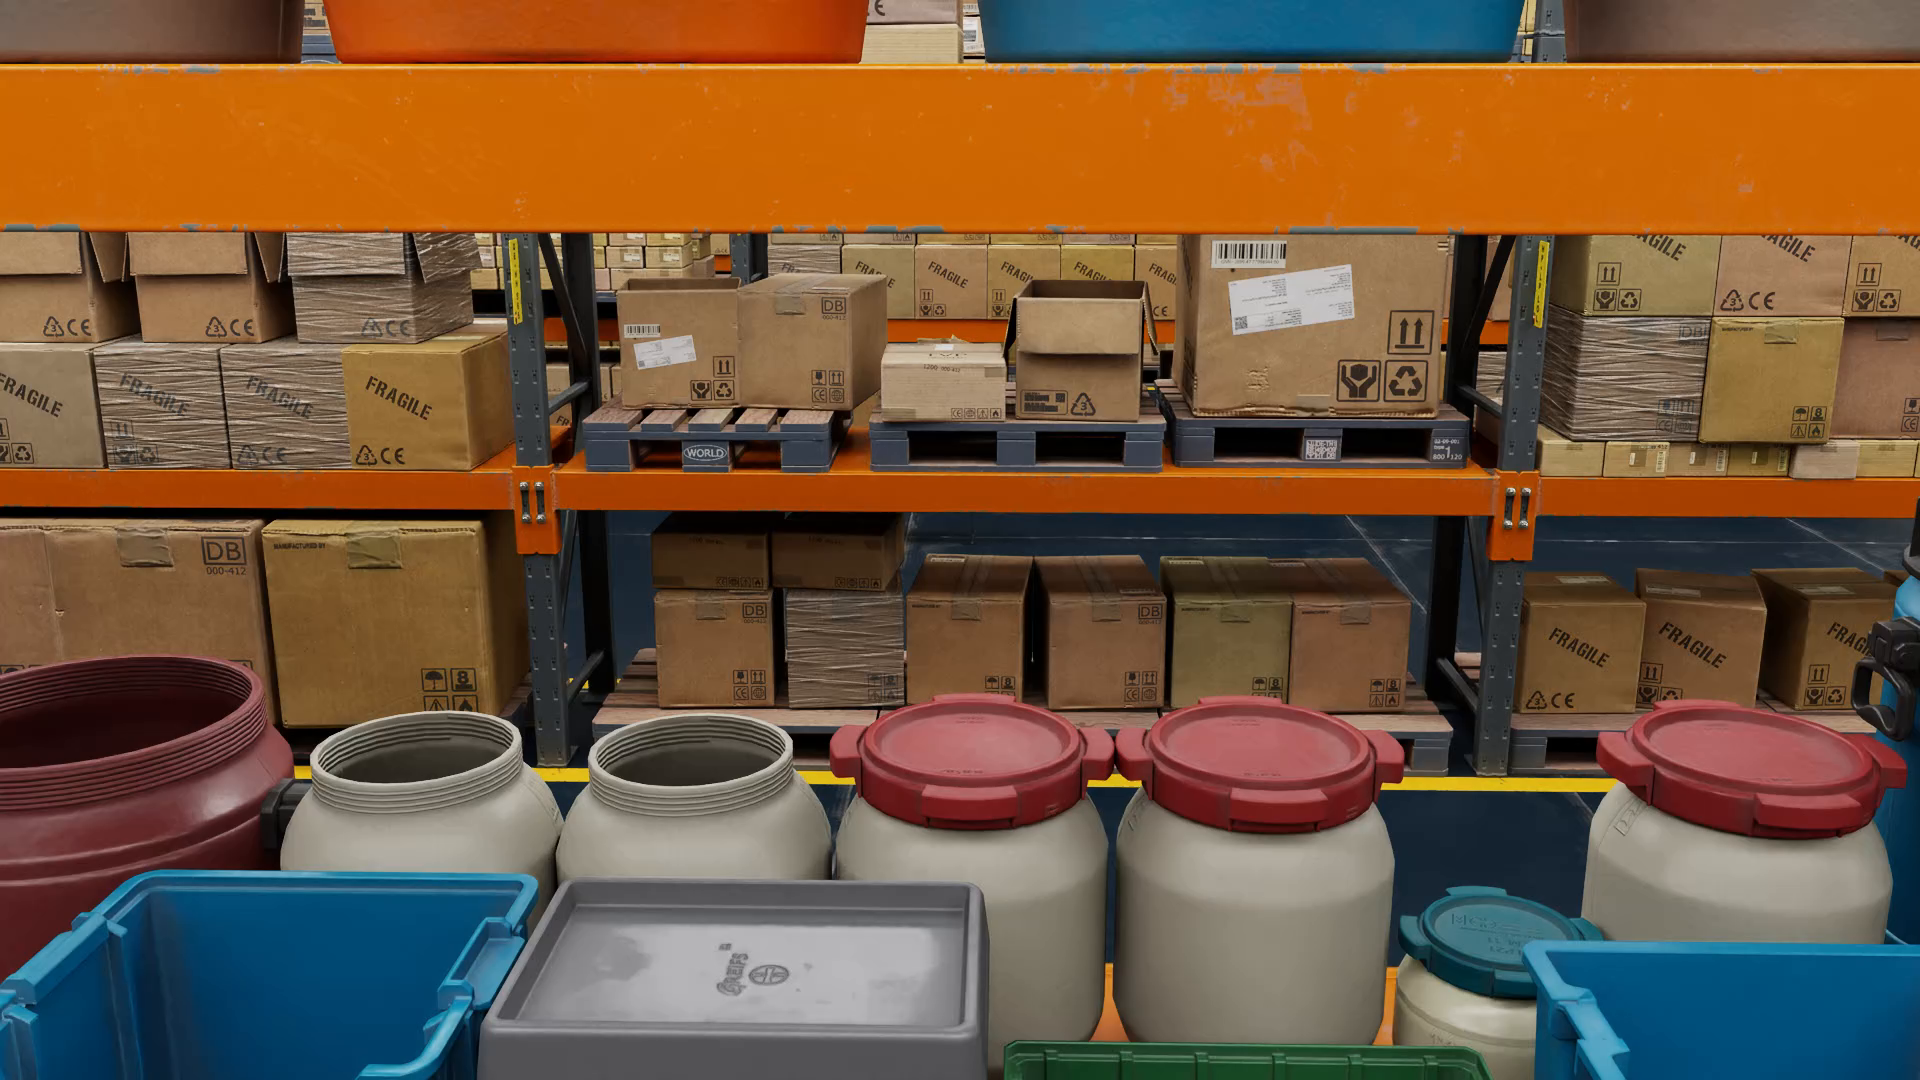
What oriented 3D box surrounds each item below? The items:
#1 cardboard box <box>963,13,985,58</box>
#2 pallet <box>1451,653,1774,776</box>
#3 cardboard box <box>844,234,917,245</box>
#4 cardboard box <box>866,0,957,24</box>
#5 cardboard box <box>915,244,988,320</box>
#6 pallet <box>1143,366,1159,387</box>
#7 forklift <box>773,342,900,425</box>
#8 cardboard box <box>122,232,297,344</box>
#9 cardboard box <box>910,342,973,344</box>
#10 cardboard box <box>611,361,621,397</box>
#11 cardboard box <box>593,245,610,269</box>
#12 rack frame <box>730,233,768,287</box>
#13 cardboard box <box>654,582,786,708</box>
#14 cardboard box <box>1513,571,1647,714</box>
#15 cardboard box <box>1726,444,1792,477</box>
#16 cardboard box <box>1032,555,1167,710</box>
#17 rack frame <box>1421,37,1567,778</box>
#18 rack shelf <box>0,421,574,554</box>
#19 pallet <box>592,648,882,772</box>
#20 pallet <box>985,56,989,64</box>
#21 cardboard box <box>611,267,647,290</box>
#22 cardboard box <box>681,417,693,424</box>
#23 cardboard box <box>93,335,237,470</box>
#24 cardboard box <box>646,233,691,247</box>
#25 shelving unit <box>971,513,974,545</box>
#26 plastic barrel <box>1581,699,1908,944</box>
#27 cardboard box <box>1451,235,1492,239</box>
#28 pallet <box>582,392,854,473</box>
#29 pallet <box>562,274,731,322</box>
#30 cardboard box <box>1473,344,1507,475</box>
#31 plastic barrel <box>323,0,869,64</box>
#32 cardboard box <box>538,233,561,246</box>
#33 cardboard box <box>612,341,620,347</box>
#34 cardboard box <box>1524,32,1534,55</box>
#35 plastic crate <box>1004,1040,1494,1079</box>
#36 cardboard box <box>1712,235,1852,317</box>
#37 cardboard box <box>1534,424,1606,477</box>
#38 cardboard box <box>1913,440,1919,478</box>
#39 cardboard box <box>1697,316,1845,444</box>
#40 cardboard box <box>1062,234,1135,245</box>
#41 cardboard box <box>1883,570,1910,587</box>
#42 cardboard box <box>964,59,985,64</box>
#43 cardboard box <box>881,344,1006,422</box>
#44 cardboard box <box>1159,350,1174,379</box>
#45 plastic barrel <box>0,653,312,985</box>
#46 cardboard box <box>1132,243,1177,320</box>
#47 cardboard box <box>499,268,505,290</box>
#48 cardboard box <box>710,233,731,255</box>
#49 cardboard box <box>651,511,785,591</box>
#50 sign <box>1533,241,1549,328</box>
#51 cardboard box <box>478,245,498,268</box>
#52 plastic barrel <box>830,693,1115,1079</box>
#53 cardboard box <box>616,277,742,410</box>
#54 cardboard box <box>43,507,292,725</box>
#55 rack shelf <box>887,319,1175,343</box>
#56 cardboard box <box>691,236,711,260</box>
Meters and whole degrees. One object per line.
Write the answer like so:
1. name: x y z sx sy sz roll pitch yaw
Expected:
1. cardboard box: 0.223 -3.454 11.327 0.500 0.311 0.500 0 15 0
2. pallet: 2.934 0.771 7.502 1.213 0.211 1.003 0 15 1
3. cardboard box: -0.555 -2.386 11.848 0.500 0.500 0.700 0 15 1
4. cardboard box: -0.264 -2.264 6.487 0.500 0.500 0.500 0 15 0
5. cardboard box: -0.055 -1.833 11.712 0.500 0.500 0.500 0 15 1
6. pallet: 1.736 -1.756 17.082 1.213 0.211 1.003 0 15 1
7. forklift: -0.366 -2.426 14.291 3.031 2.935 1.130 -1 15 -3
8. cardboard box: -3.119 -1.146 7.140 0.637 0.503 0.797 1 15 3
9. cardboard box: -0.182 -2.049 17.055 0.625 0.372 0.950 0 15 0
10. cardboard box: -2.200 -1.157 11.953 0.500 0.250 0.500 0 15 0
11. cardboard box: -2.545 -1.977 11.541 0.250 0.149 0.380 1 15 3
12. rack frame: -1.509 -1.863 12.020 0.127 3.000 1.000 0 15 1
13. cardboard box: -1.067 0.397 7.493 0.500 0.500 0.700 0 15 -2
14. cardboard box: 2.660 0.446 7.346 0.500 0.500 0.500 0 15 0
15. cardboard box: 3.219 -0.374 6.870 0.250 0.149 0.380 0 15 1
16. cardboard box: 0.613 0.403 7.471 0.500 0.500 0.700 -1 15 -3
17. rack frame: 2.262 -0.572 7.129 0.127 3.000 1.000 0 15 1
18. rack shelf: -3.737 -0.264 7.369 4.000 0.370 1.077 0 15 1
19. pallet: -0.956 0.755 7.563 1.213 0.211 1.003 0 15 1
20. pallet: 0.610 -1.969 6.911 1.003 0.211 1.213 0 15 1
21. cardboard box: -2.263 -1.832 11.574 0.250 0.149 0.380 0 15 1
22. cardboard box: -2.174 -0.795 12.049 0.500 0.500 0.500 0 15 1
23. cardboard box: -3.254 -0.594 7.016 0.500 0.500 0.500 0 15 0
24. cardboard box: -2.011 -2.118 11.491 0.250 0.149 0.380 0 15 -1
25. shelving unit: -0.165 -0.581 10.691 0.503 1.200 0.258 0 15 1
26. plastic barrel: 1.184 0.563 2.560 0.433 0.535 0.433 0 15 0
27. cardboard box: 3.410 -2.446 11.821 0.550 0.550 0.875 0 15 1
28. pallet: -1.022 -0.528 7.338 1.003 0.211 1.213 0 15 1
29. pallet: -2.225 -1.747 11.959 1.003 0.211 1.213 0 15 1
30. cardboard box: 4.017 -0.985 12.037 0.875 0.875 0.875 0 15 2
31. plastic barrel: -0.394 -0.928 1.757 0.708 0.830 0.600 0 15 1
32. cardboard box: -2.791 -2.123 11.509 0.250 0.149 0.380 1 15 3
33. cardboard box: -3.064 -2.334 17.148 0.875 0.875 0.875 1 15 2
34. cardboard box: 3.862 -3.322 11.143 0.250 0.149 0.380 0 15 1
35. plastic crate: 0.387 0.854 2.139 0.662 0.188 0.450 0 15 1
36. cardboard box: 3.205 -1.177 6.683 0.500 0.500 0.500 0 15 1
37. cardboard box: 2.469 -0.373 6.865 0.250 0.149 0.380 0 15 1
38. cardboard box: 3.969 -0.366 6.841 0.250 0.149 0.380 0 15 1
39. cardboard box: 3.209 -0.734 6.961 0.500 0.500 0.875 0 15 1
40. cardboard box: 0.973 -2.376 11.811 0.500 0.500 0.700 0 15 2
41. cardboard box: 4.413 0.447 7.343 0.500 0.500 0.500 2 15 7
42. cardboard box: 0.041 -4.623 16.401 0.637 0.503 0.797 0 15 1
43. cardboard box: -0.068 -0.659 6.930 0.500 0.250 0.500 0 15 0
44. cardboard box: 1.866 -0.933 12.083 0.750 0.750 1.050 0 15 1
45. plastic barrel: -1.392 0.525 2.704 0.708 0.536 0.600 0 15 1
46. cardboard box: 1.456 -1.823 11.675 0.500 0.500 0.500 0 15 1
47. cardboard box: -3.038 -1.838 11.595 0.250 0.149 0.380 0 15 -1
48. cardboard box: -2.507 -2.989 16.585 0.500 0.250 0.500 1 15 2
49. cardboard box: -1.067 0.032 7.407 0.500 0.250 0.500 1 15 4
50. sign: 2.251 -0.991 6.445 0.005 0.325 0.100 0 15 1
51. cardboard box: -3.305 -1.983 11.562 0.250 0.149 0.380 1 15 3
52. plastic barrel: 0.018 0.555 2.589 0.433 0.535 0.433 0 15 0
53. cardboard box: -1.196 -0.856 7.187 0.500 0.500 0.500 -1 15 -5
54. cardboard box: -3.317 0.208 7.512 0.875 0.875 1.225 0 15 2
55. rack shelf: 0.490 -1.502 12.062 4.000 0.370 1.077 0 15 1
56. cardboard box: -1.987 -2.142 12.166 0.250 0.149 0.380 1 15 4
